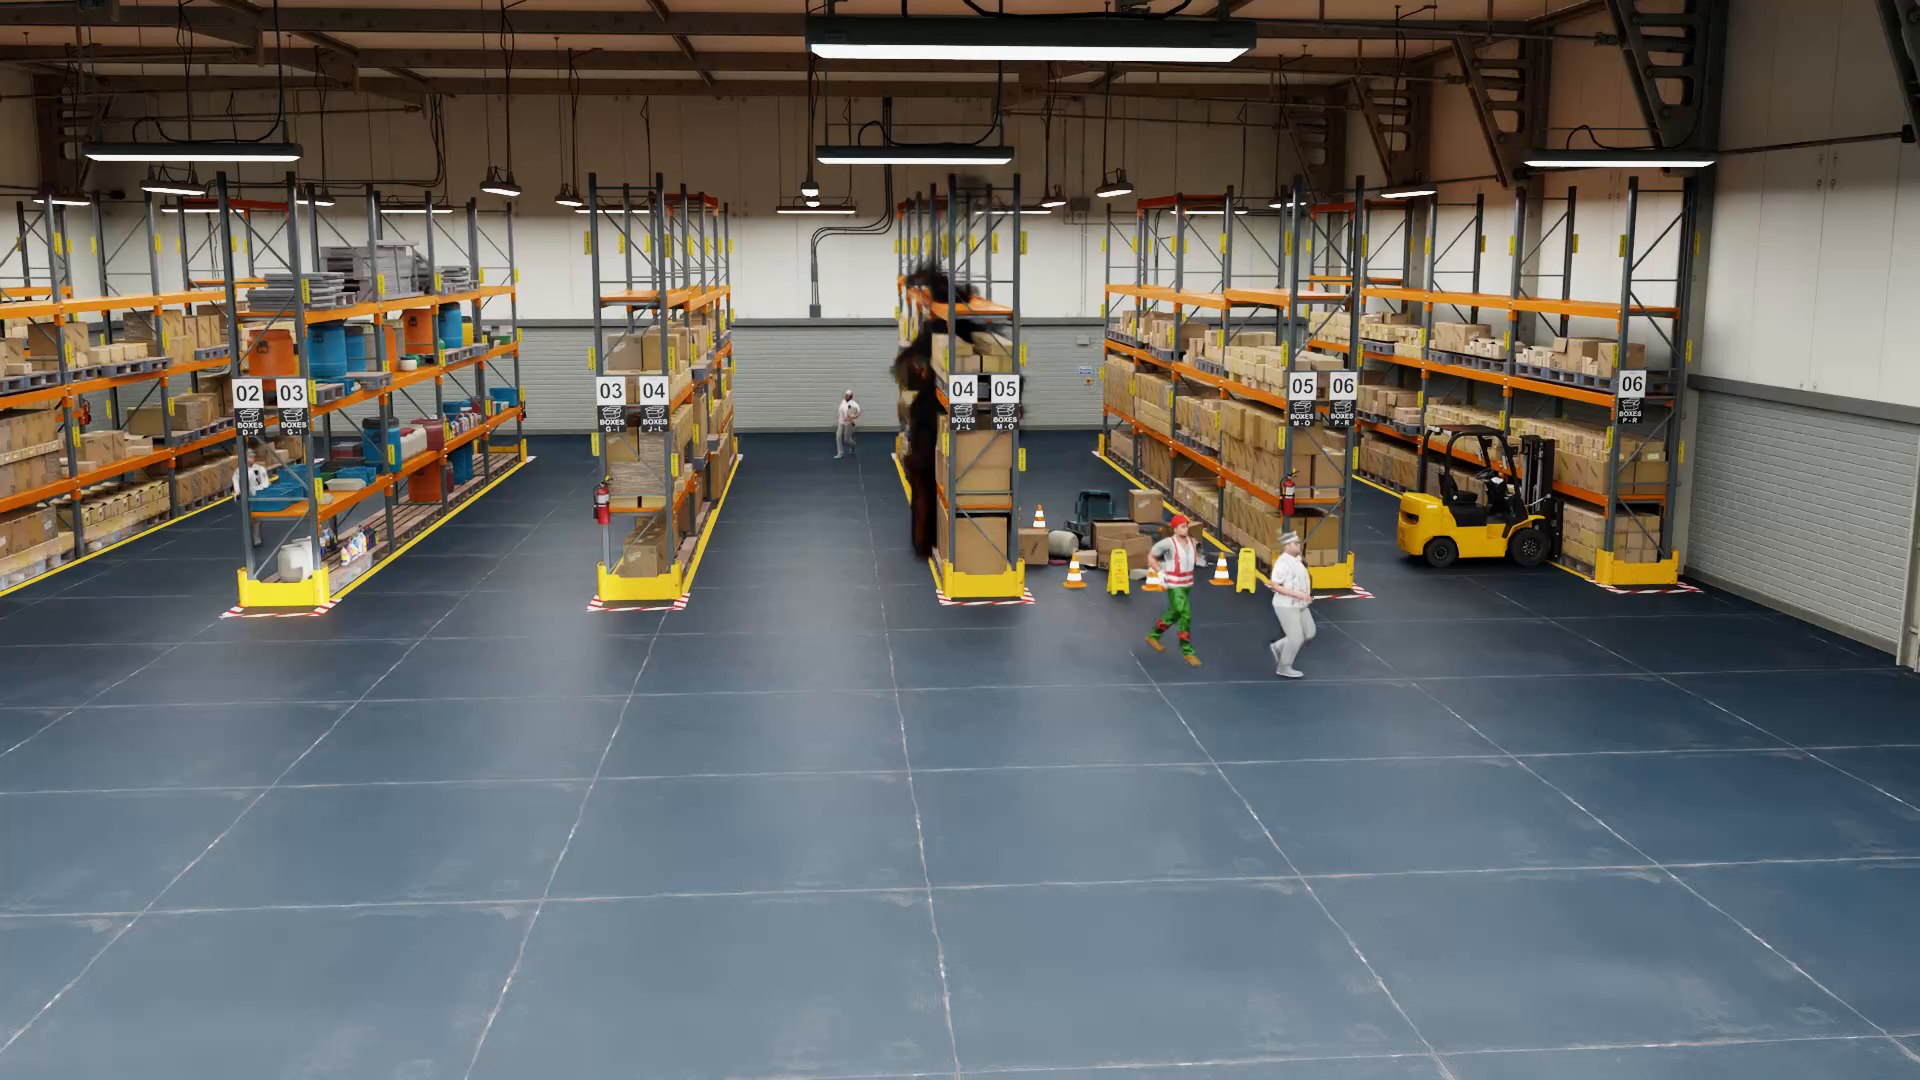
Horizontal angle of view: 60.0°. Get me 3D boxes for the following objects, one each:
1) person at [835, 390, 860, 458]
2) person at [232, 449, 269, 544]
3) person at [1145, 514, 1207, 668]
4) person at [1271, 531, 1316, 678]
[{"bbox_3d":[-2.659,-2.786,39.914,0.649,1.626,0.698,7,12,35],"label":"person"},{"bbox_3d":[-11.903,-0.720,27.933,0.583,1.646,0.684,-3,11,-19],"label":"person"},{"bbox_3d":[2.657,0.577,20.261,0.628,1.818,0.908,-10,14,-44],"label":"person"},{"bbox_3d":[3.902,0.746,19.481,0.618,1.728,0.658,7,12,35],"label":"person"}]
